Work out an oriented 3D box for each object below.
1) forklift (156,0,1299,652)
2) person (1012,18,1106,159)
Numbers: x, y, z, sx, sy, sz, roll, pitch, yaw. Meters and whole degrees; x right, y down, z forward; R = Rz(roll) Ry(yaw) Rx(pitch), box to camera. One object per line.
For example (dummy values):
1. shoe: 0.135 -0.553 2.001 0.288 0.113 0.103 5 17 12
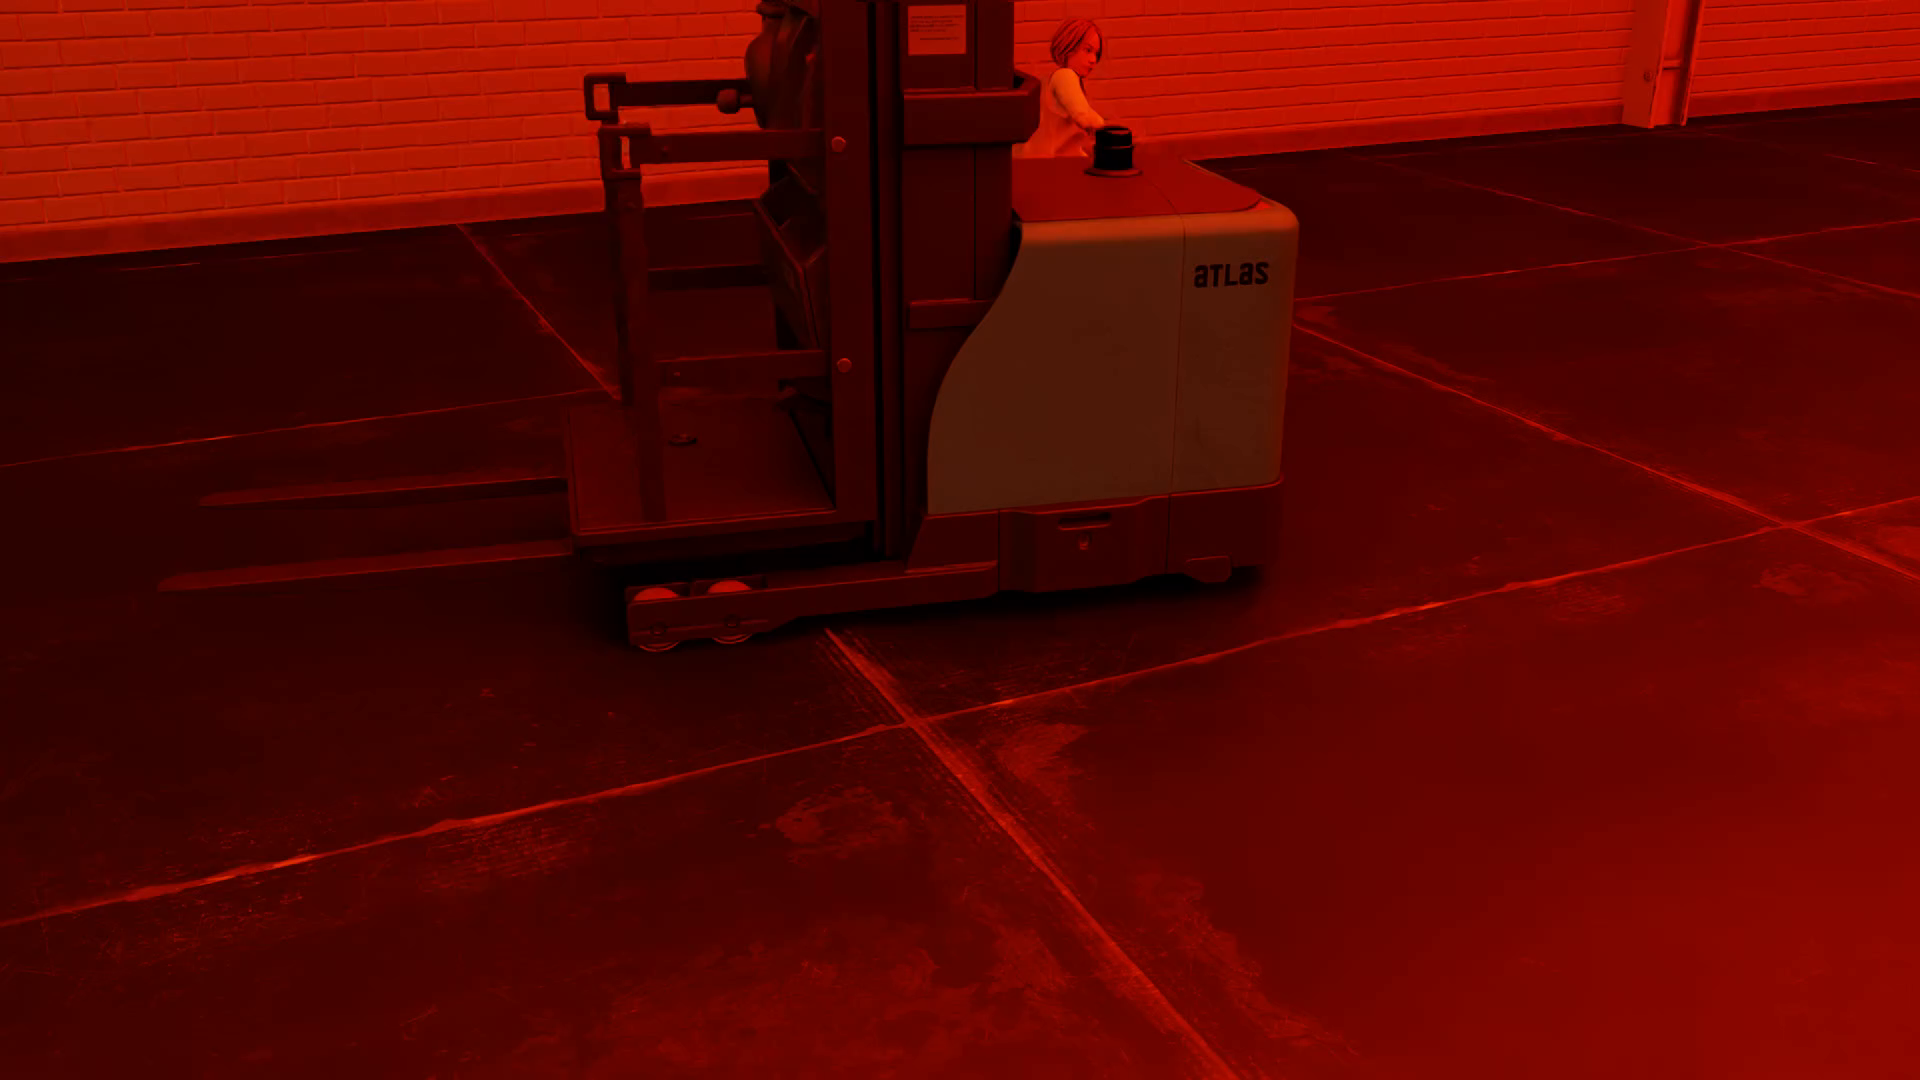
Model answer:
1. forklift: -0.648 -1.281 4.370 3.031 2.935 1.130 -5 23 -13
2. person: 0.474 -1.422 6.850 0.765 1.355 0.736 -11 25 -26
